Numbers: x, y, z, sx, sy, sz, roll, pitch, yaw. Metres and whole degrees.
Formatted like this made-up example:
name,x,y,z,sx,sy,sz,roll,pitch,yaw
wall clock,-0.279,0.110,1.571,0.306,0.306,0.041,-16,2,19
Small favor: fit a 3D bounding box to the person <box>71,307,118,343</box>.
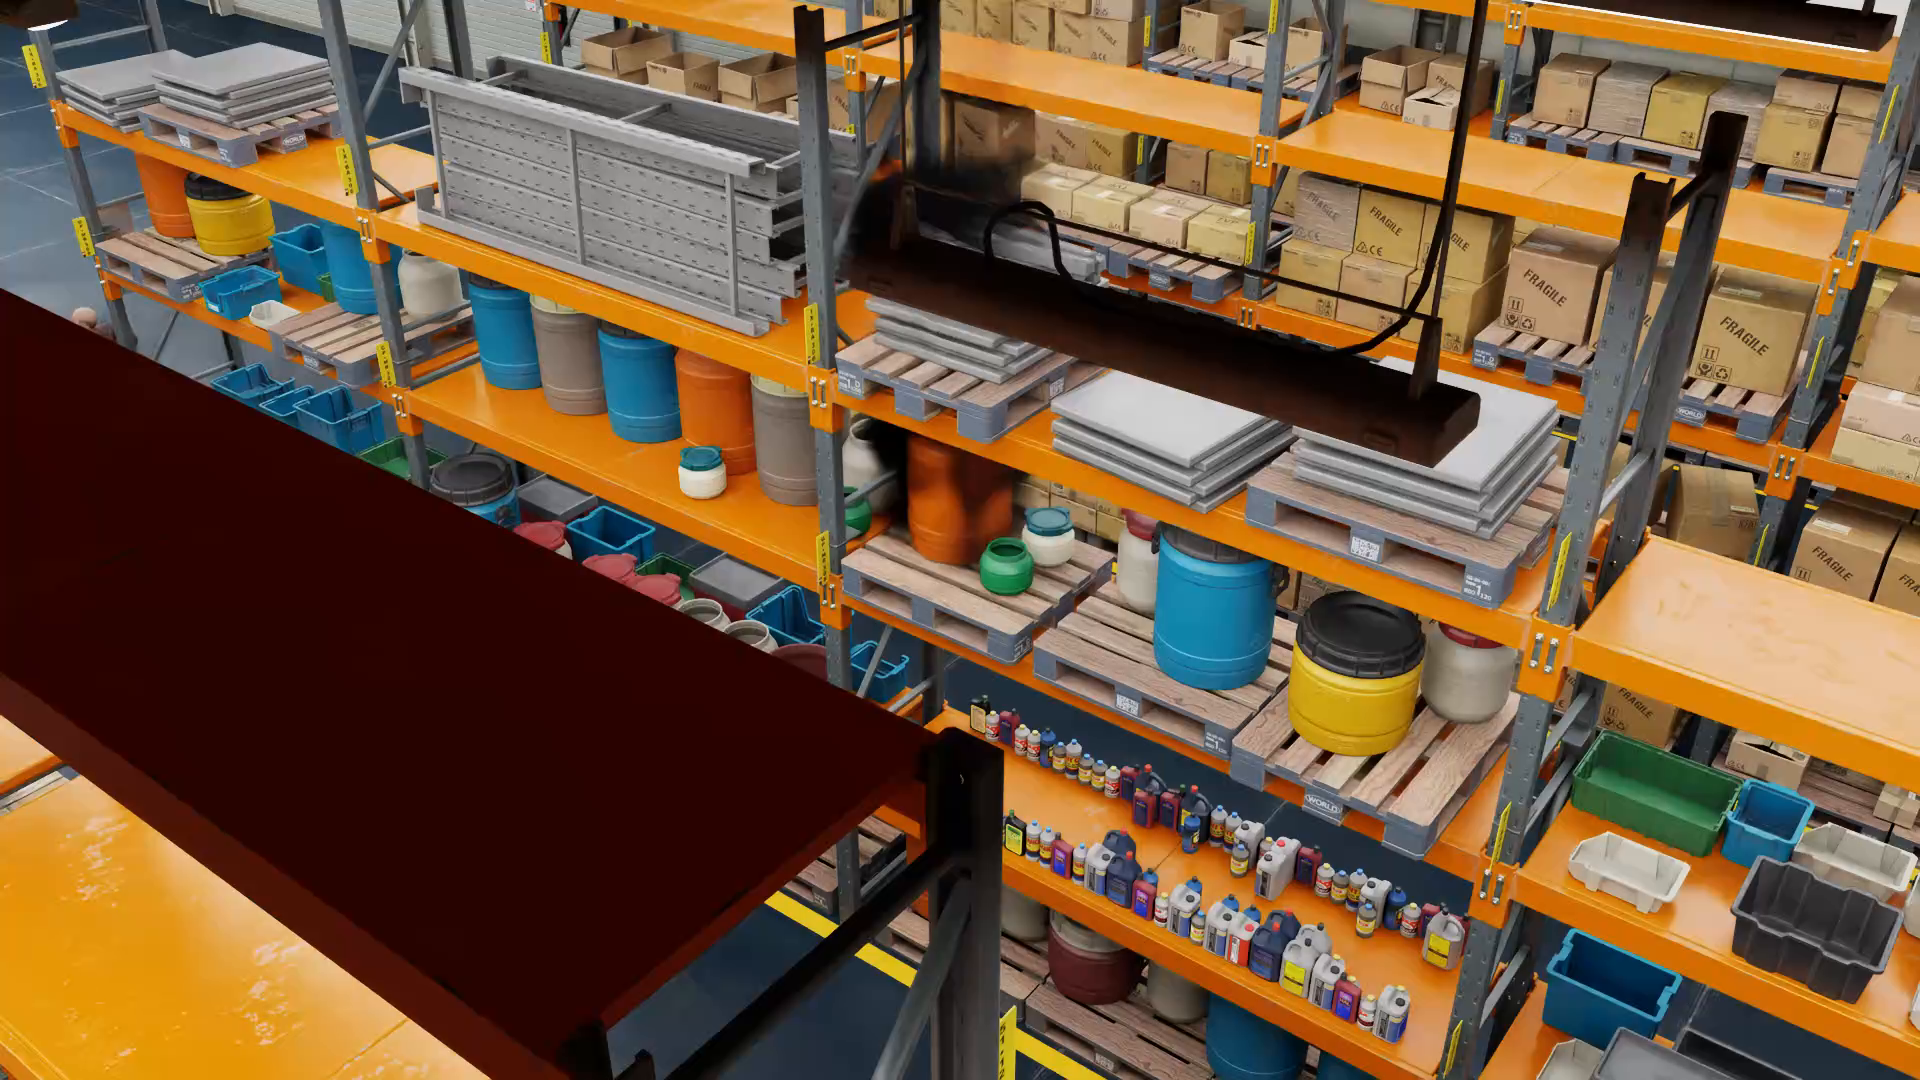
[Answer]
name,x,y,z,sx,sy,sz,roll,pitch,yaw
person,-8.046,-1.355,15.825,0.749,1.863,0.733,-7,32,-12
